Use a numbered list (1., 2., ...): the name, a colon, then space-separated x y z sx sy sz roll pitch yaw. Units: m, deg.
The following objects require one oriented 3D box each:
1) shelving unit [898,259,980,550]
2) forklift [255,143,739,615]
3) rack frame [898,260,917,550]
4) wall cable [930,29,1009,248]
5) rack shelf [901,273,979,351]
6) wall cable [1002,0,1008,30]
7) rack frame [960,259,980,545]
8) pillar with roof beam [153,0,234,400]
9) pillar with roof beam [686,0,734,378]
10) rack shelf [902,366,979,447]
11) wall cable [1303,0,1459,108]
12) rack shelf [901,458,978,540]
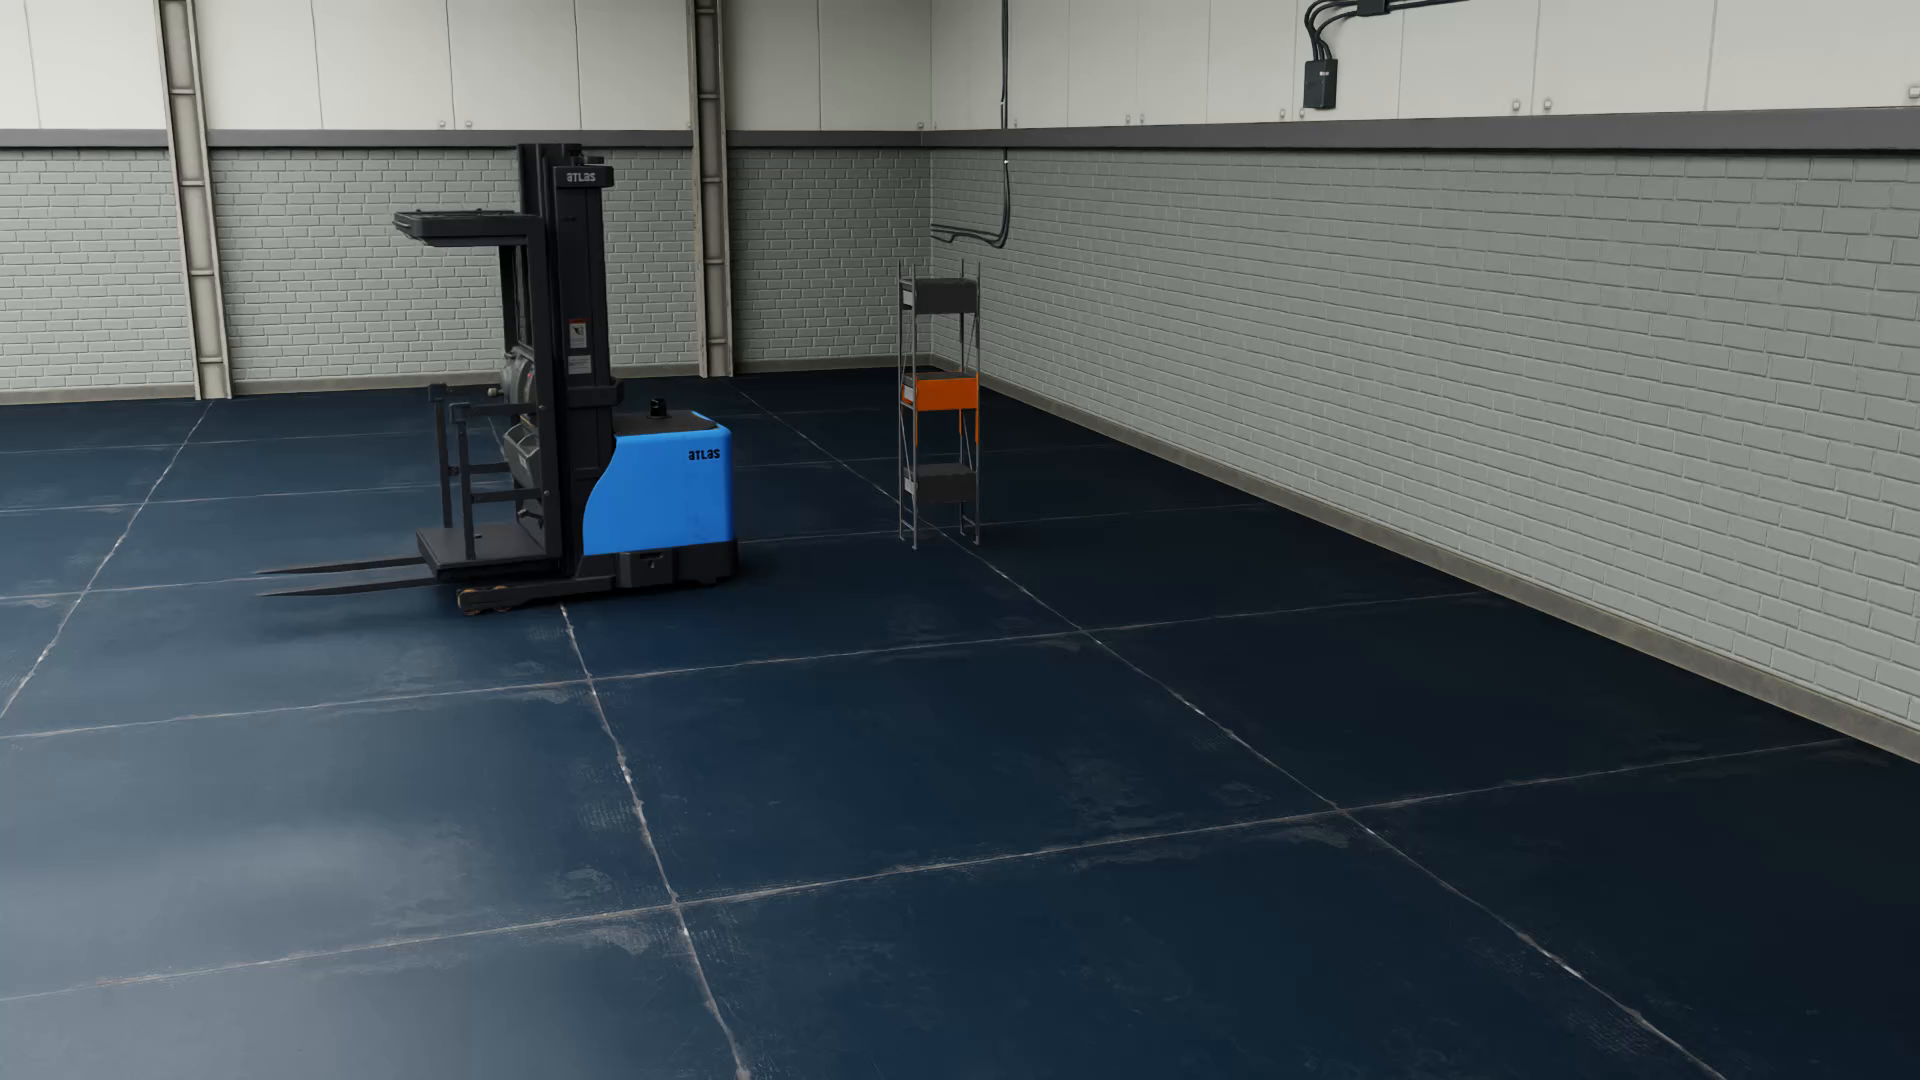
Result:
1. shelving unit: -0.157 -1.009 12.348 0.503 2.100 0.431 -4 14 -18
2. forklift: -3.079 -1.085 10.870 3.031 2.935 1.130 -6 15 -24
3. rack frame: -0.388 -0.991 12.273 0.015 2.100 0.400 -4 14 -18
4. wall cable: 0.045 -4.933 20.646 0.112 2.526 3.097 -4 14 -18
5. rack shelf: -0.157 -1.677 12.190 0.480 0.518 0.431 -4 14 -18
6. wall cable: 0.908 -6.797 17.567 0.112 2.526 3.097 -4 14 -18
7. rack frame: 0.074 -1.027 12.424 0.015 2.100 0.400 -4 14 -18
8. pillar with roof beam: -7.483 -5.129 14.761 0.400 9.000 9.100 -4 14 -18
9. pillar with roof beam: -1.796 -5.572 16.622 0.400 9.000 9.100 -4 14 -18
10. rack shelf: -0.157 -0.996 12.352 0.480 0.518 0.431 -4 14 -18
11. wall cable: 3.058 -6.015 11.135 0.169 6.003 2.305 -4 14 -18
12. rack shelf: -0.157 -0.315 12.514 0.480 0.518 0.431 -4 14 -18
